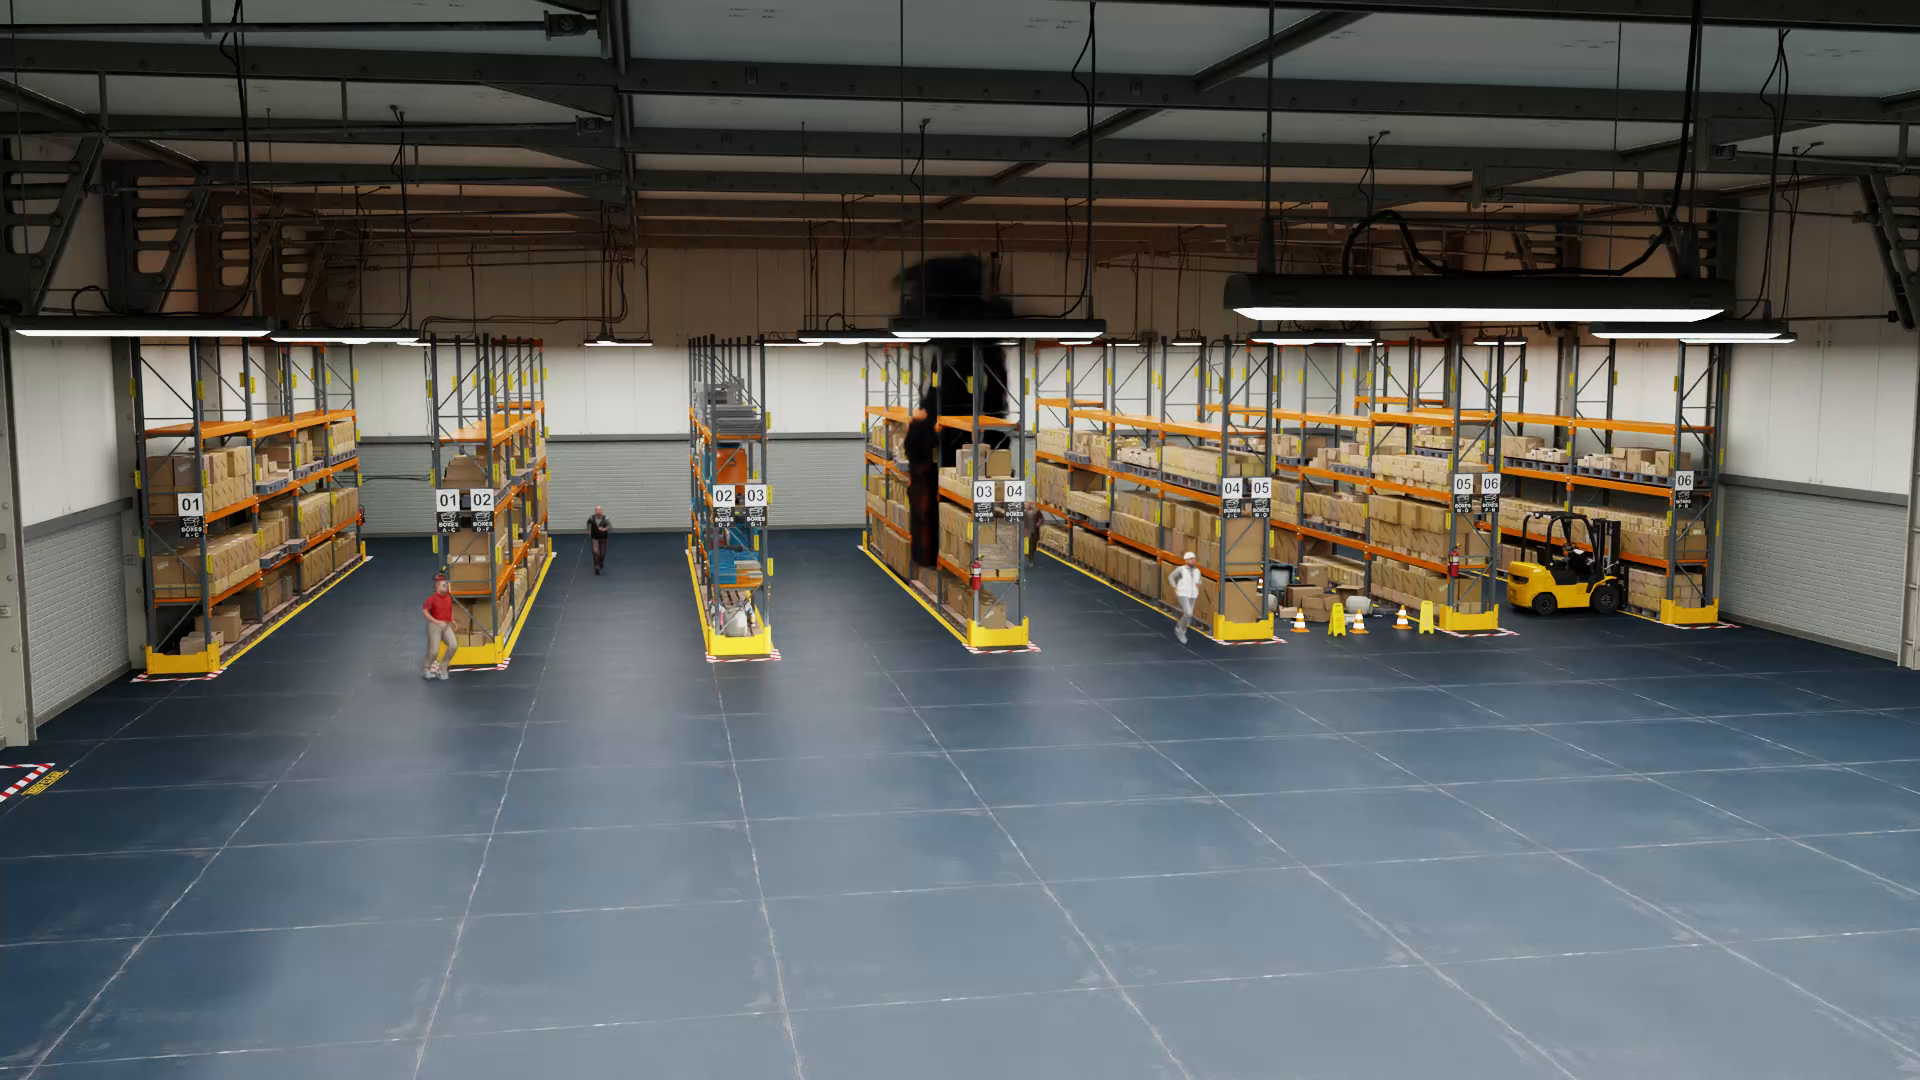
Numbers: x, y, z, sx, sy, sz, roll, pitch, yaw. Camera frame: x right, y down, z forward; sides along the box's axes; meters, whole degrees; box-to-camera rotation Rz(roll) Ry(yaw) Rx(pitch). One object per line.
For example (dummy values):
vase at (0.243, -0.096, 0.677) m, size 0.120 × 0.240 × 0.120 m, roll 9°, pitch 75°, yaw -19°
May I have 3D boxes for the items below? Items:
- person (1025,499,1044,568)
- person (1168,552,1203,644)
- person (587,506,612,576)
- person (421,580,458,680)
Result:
person at (1.891, -0.198, 44.104) m, size 0.700 × 1.782 × 0.912 m, roll -1°, pitch 7°, yaw -5°
person at (4.456, 1.120, 32.642) m, size 0.636 × 1.799 × 0.713 m, roll -3°, pitch 7°, yaw -26°
person at (-9.223, 0.016, 42.611) m, size 0.624 × 1.786 × 0.972 m, roll -2°, pitch 7°, yaw -15°
person at (-9.036, 1.572, 29.033) m, size 0.614 × 1.730 × 0.716 m, roll 5°, pitch 8°, yaw 35°
